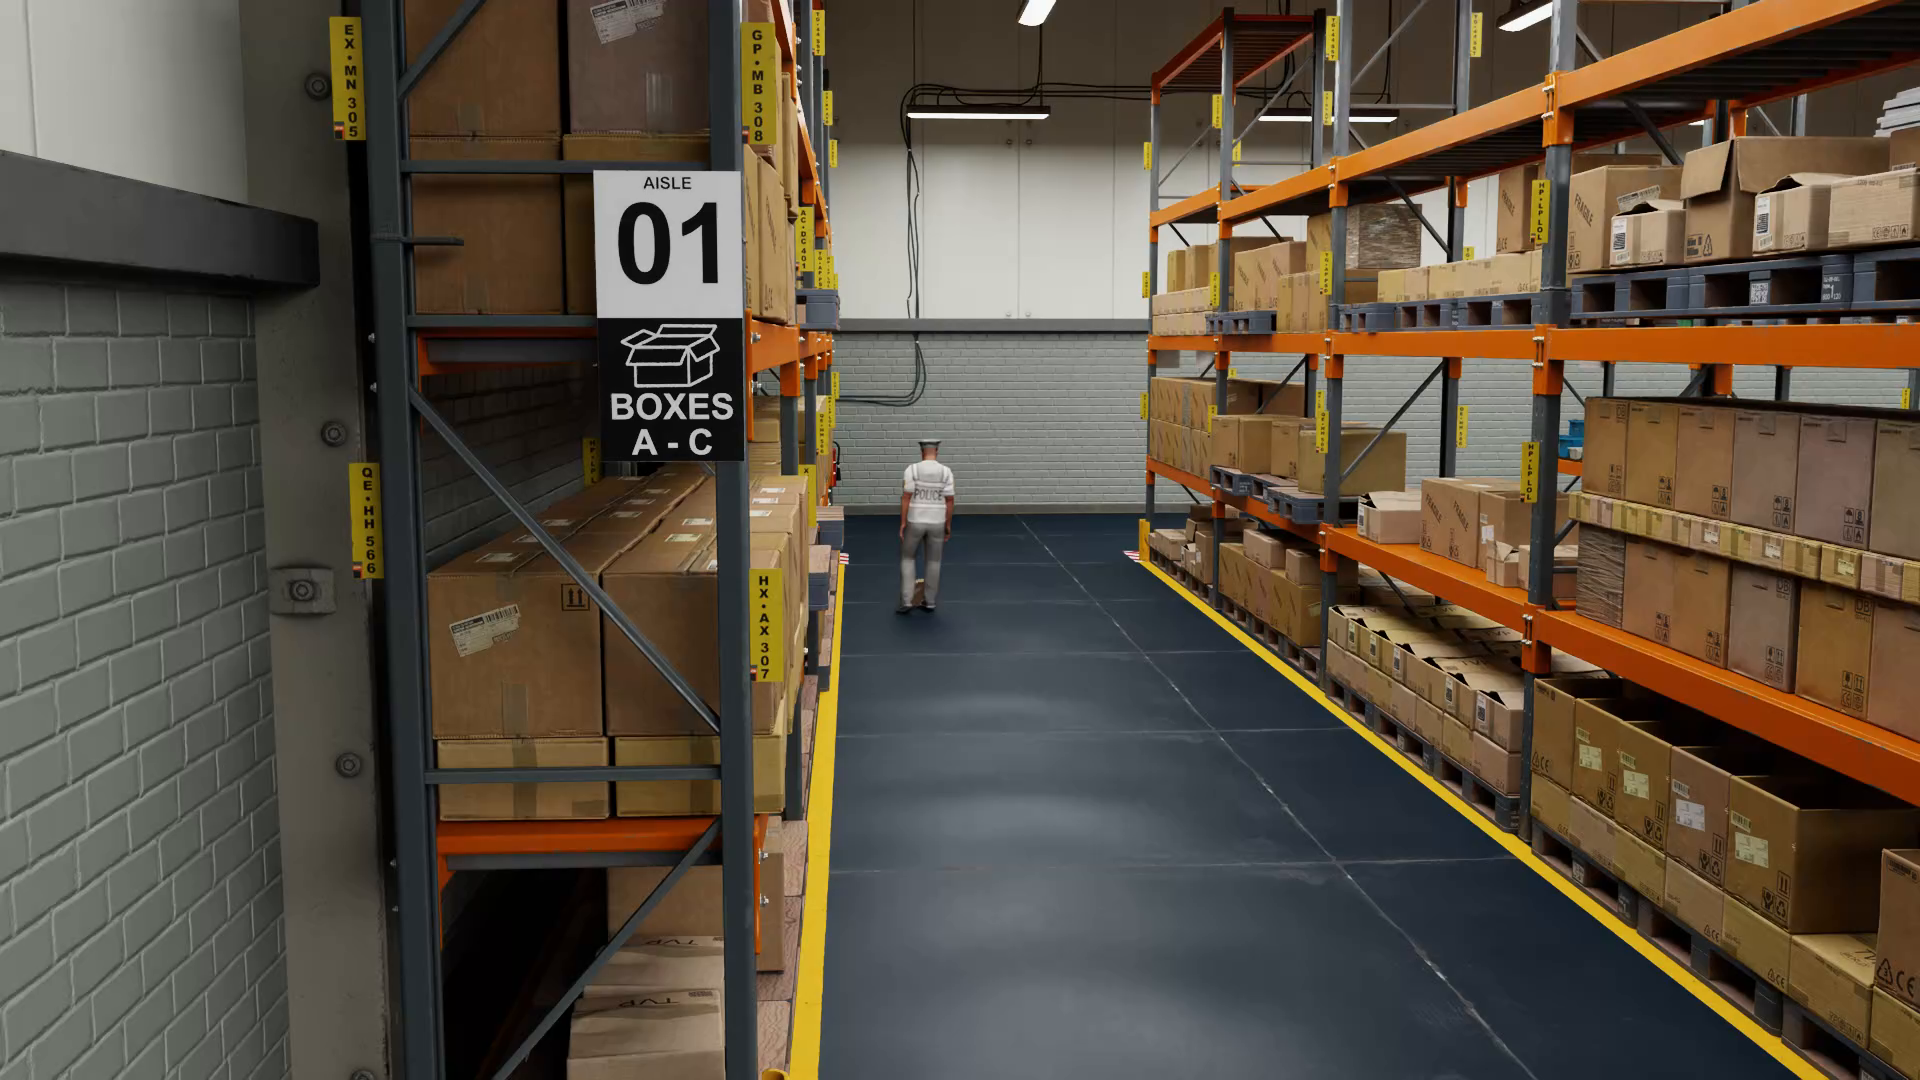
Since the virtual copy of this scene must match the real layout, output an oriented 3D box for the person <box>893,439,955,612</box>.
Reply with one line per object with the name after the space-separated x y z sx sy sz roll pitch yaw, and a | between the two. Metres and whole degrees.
-0.375 -0.130 16.906 0.619 1.800 0.515 -1 7 -8 | person
